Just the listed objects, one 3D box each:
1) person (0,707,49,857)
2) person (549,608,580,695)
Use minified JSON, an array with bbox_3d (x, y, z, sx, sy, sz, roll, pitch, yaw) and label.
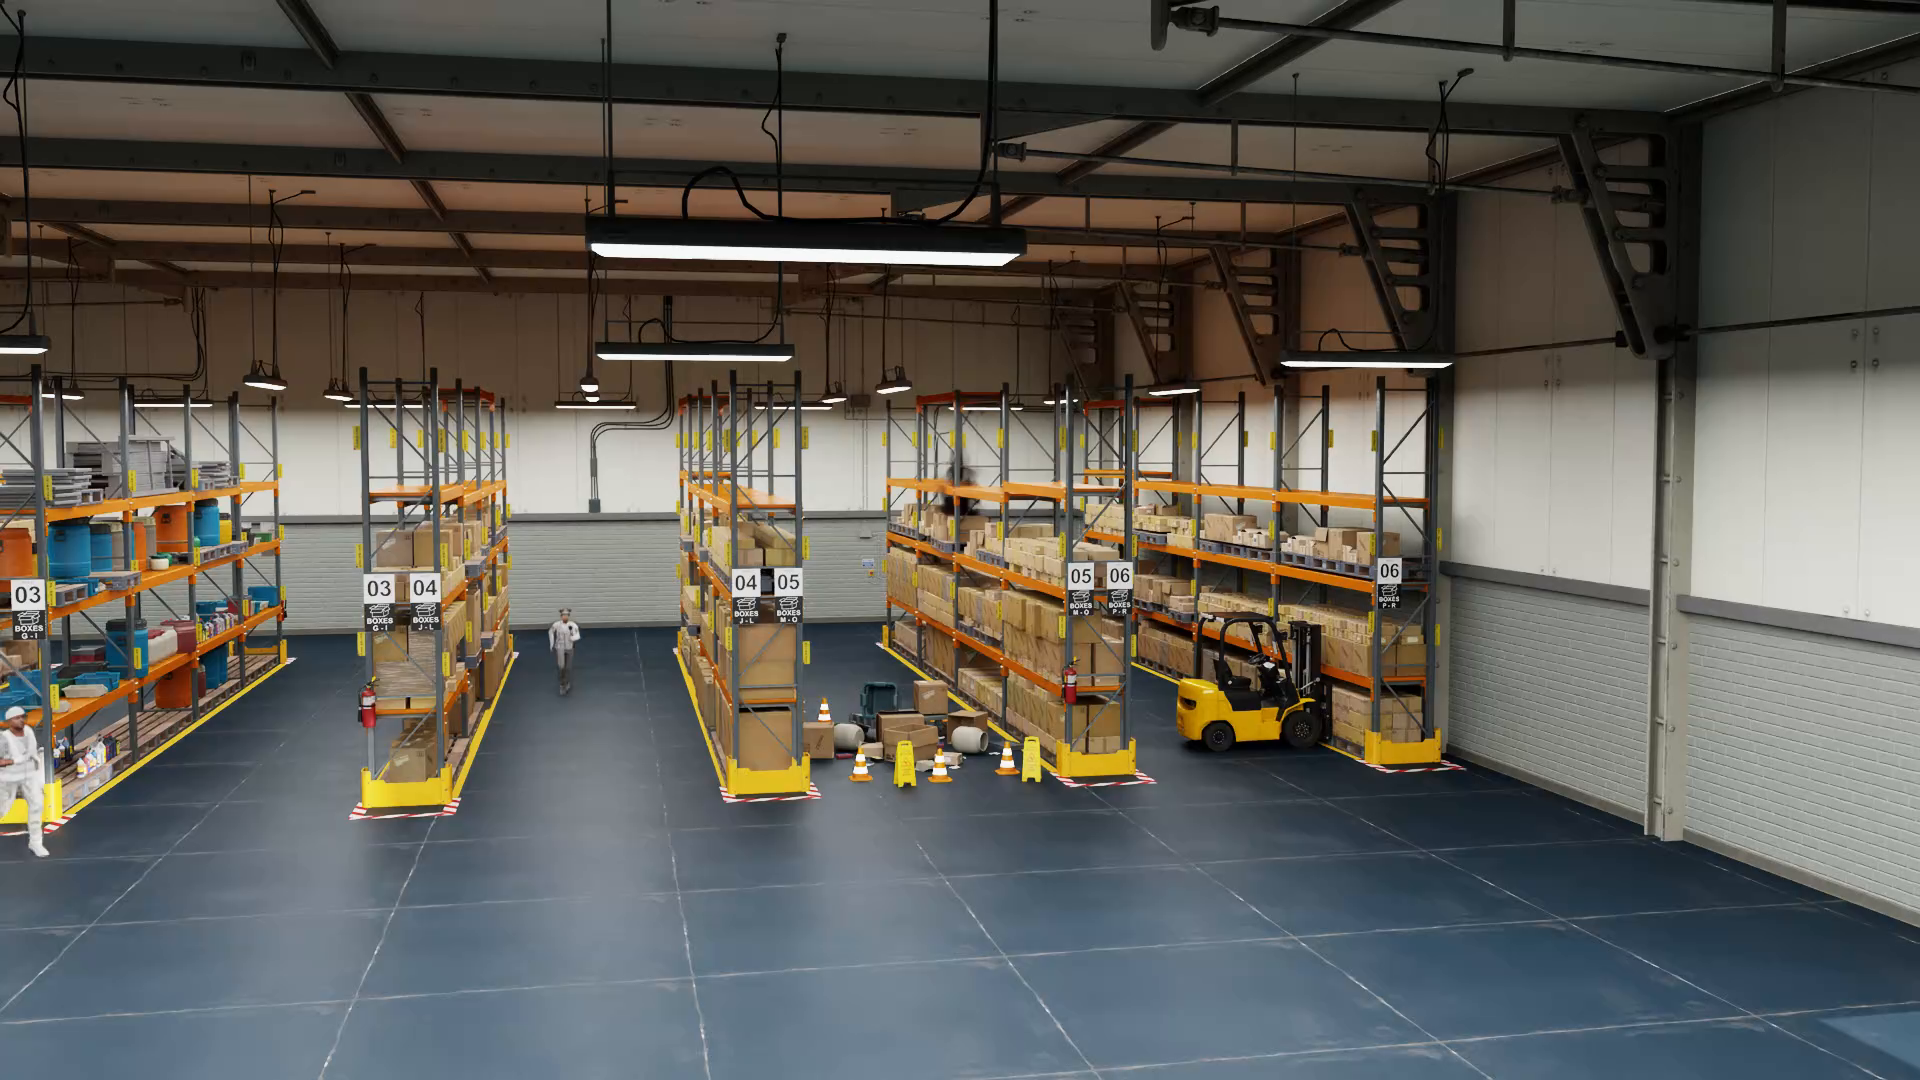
[{"bbox_3d":[-11.448,2.913,20.118,0.933,1.828,0.695,1,4,23],"label":"person"},{"bbox_3d":[-7.824,2.203,32.942,0.573,1.738,0.812,-1,4,-18],"label":"person"}]
